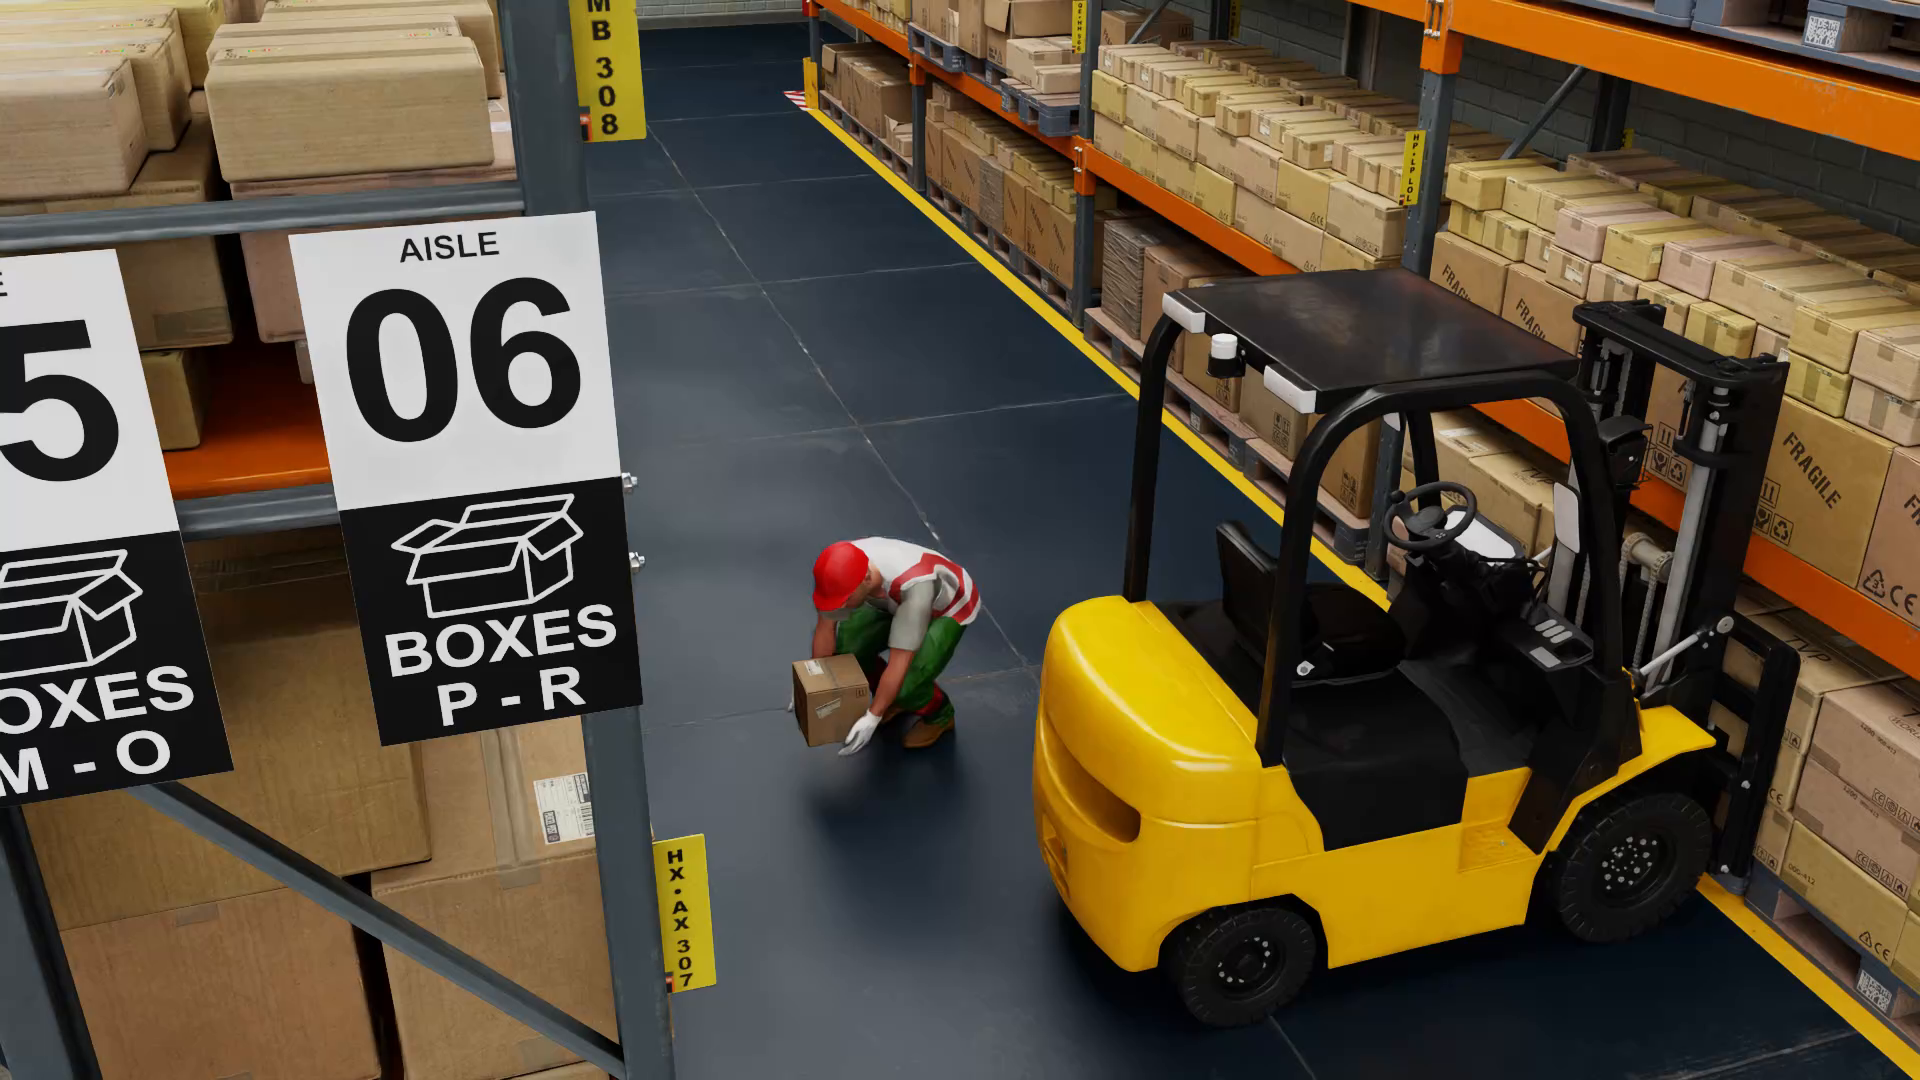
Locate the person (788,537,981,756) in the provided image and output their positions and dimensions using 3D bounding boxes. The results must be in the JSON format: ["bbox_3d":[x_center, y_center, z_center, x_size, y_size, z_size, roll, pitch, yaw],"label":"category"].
[{"bbox_3d":[-0.276,0.371,6.703,0.575,1.026,0.877,22,34,38],"label":"person"}]
